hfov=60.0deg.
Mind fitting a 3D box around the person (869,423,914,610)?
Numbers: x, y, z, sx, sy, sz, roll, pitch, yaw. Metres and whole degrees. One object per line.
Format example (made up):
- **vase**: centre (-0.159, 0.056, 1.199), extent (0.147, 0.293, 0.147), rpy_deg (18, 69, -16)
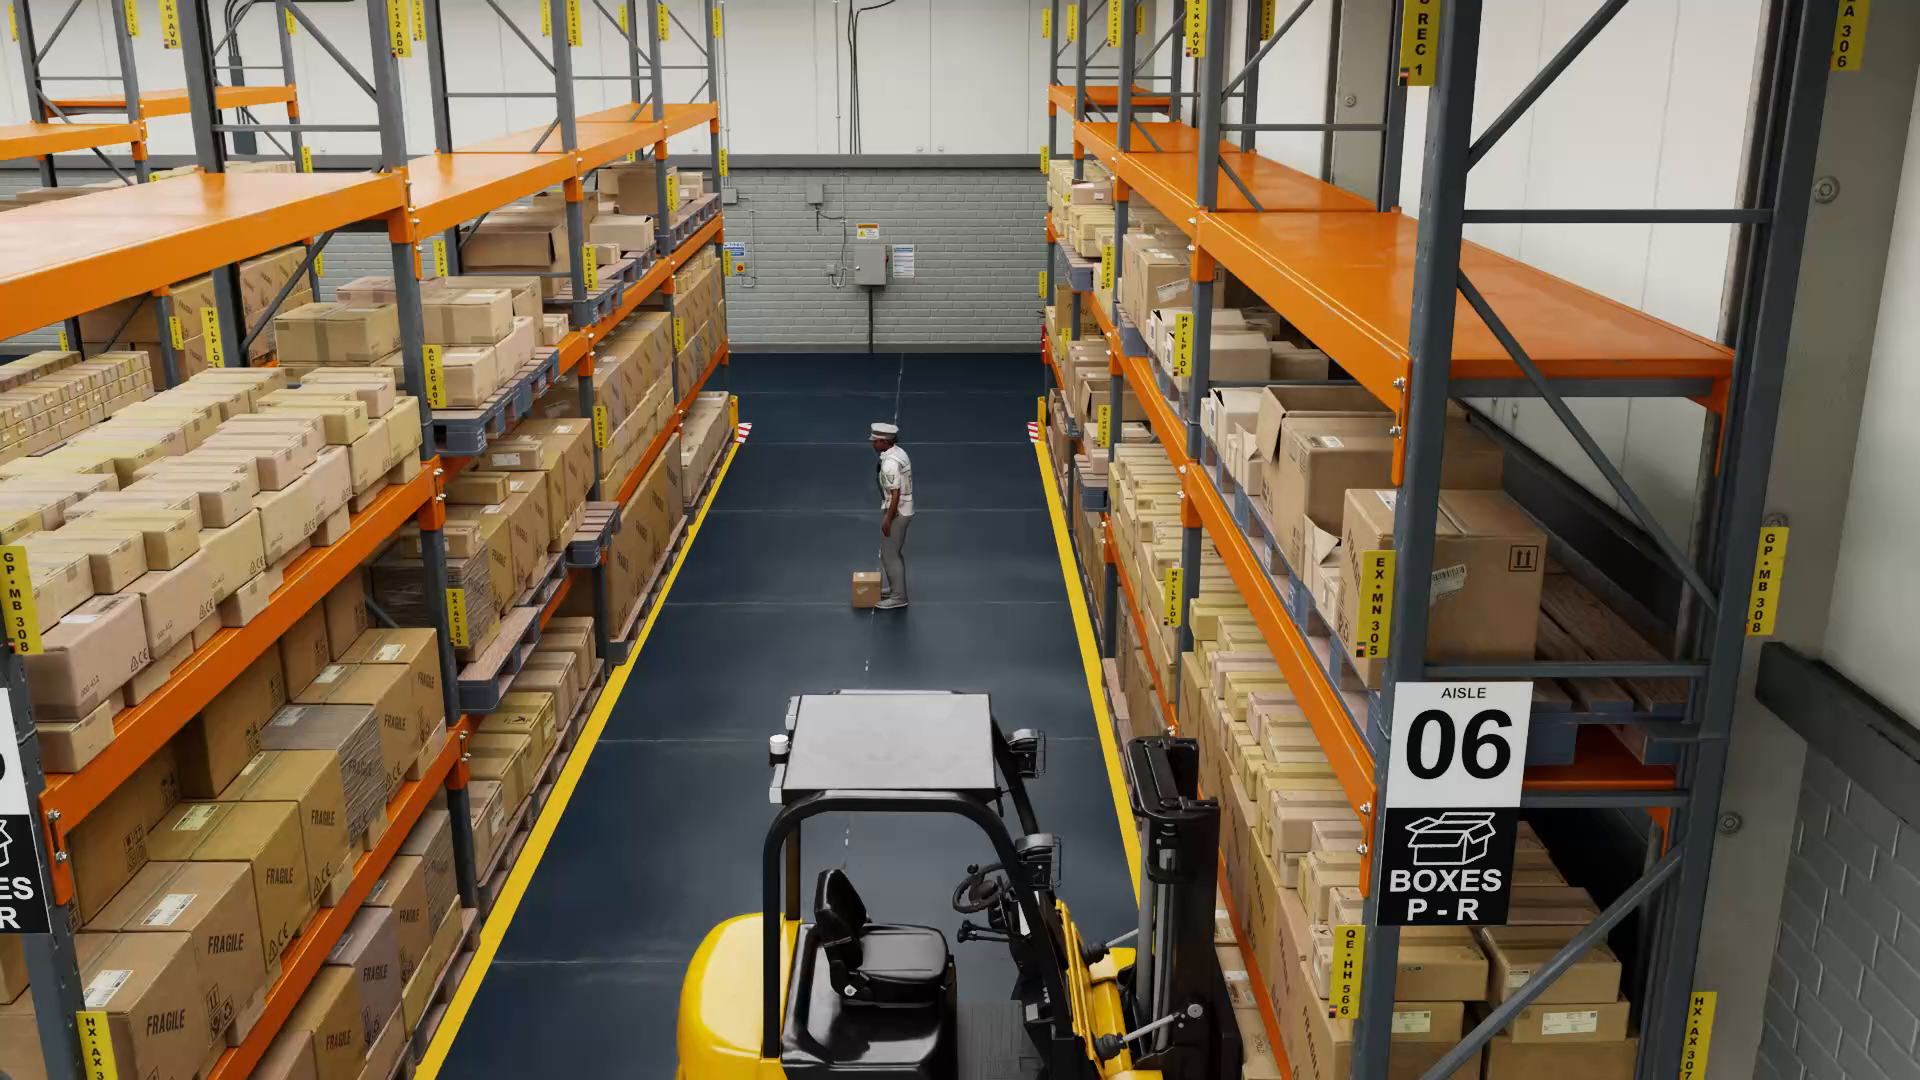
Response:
- **person**: centre (-0.601, -0.225, 14.799), extent (0.393, 1.657, 0.505), rpy_deg (0, 17, 1)
